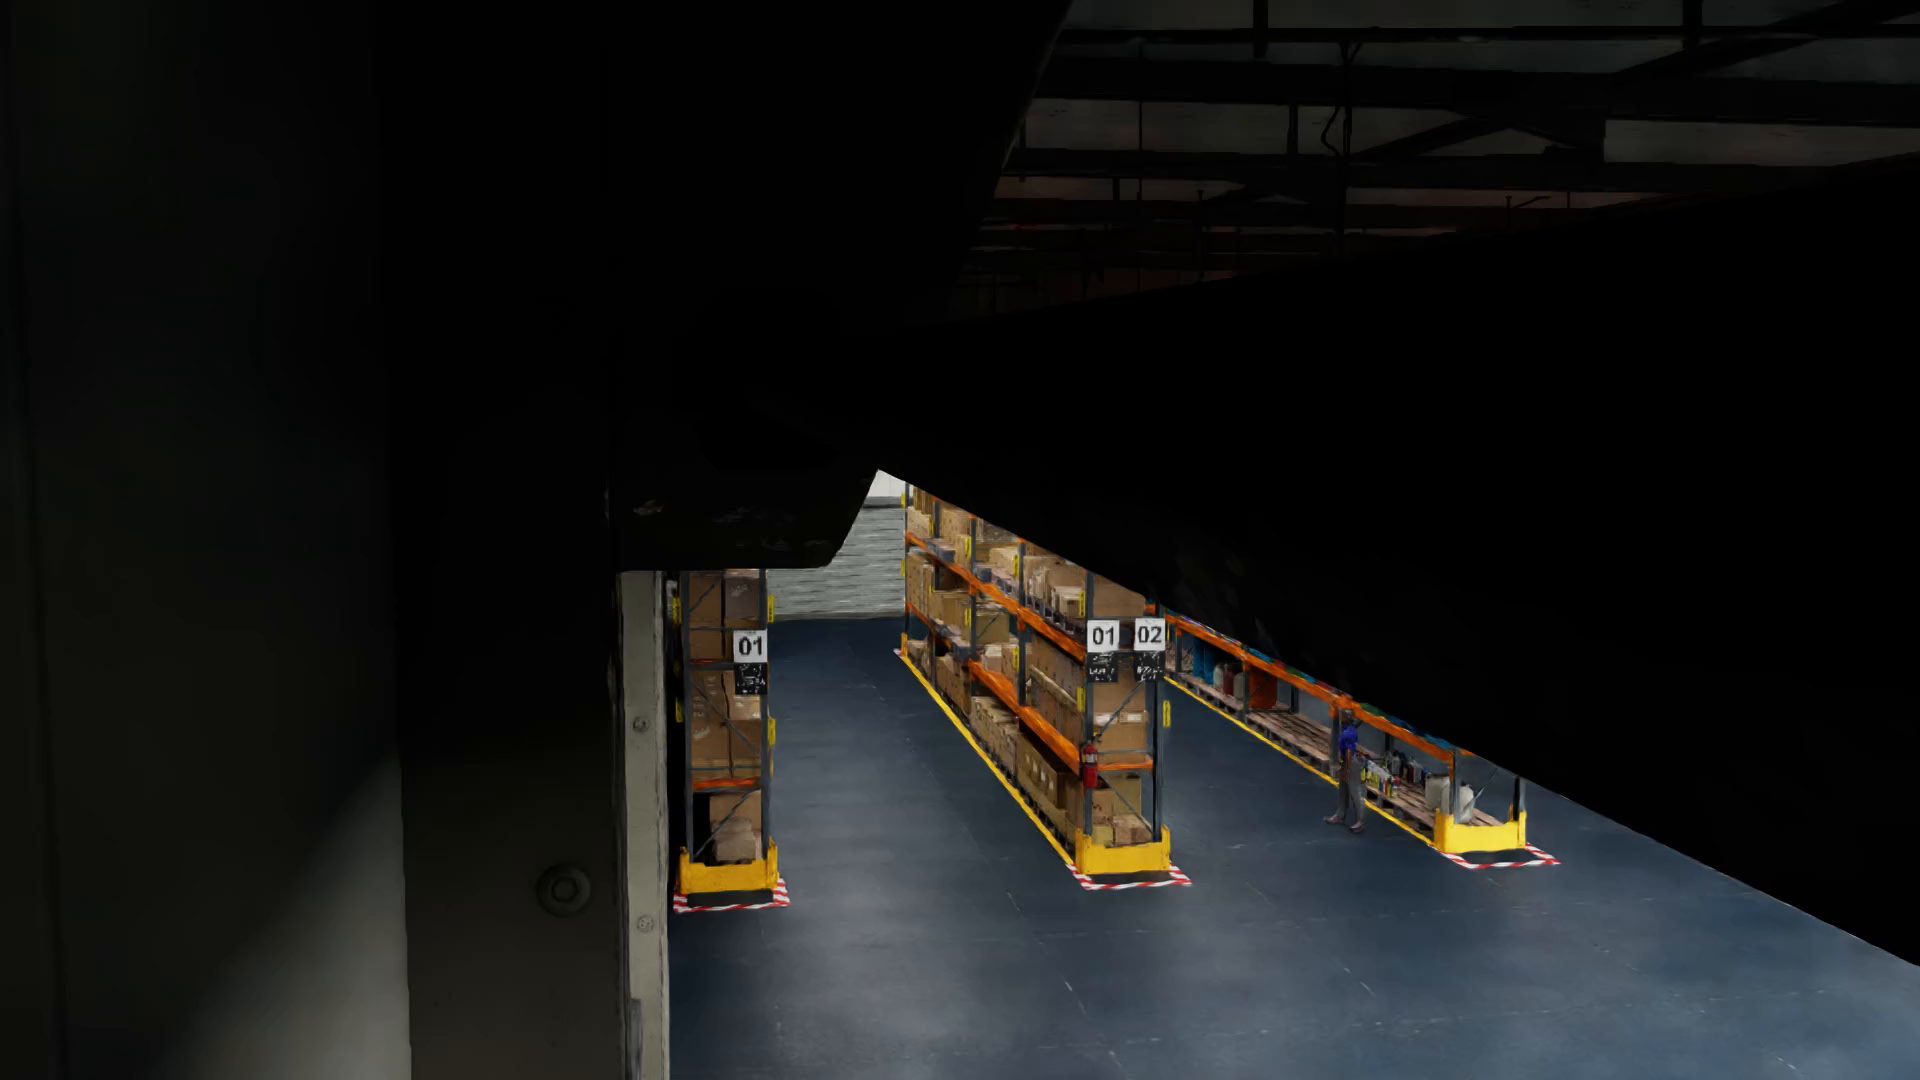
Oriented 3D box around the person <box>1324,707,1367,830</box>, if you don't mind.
[{"bbox_3d":[5.326,3.170,22.926,0.562,1.551,0.587,1,6,8],"label":"person"}]
